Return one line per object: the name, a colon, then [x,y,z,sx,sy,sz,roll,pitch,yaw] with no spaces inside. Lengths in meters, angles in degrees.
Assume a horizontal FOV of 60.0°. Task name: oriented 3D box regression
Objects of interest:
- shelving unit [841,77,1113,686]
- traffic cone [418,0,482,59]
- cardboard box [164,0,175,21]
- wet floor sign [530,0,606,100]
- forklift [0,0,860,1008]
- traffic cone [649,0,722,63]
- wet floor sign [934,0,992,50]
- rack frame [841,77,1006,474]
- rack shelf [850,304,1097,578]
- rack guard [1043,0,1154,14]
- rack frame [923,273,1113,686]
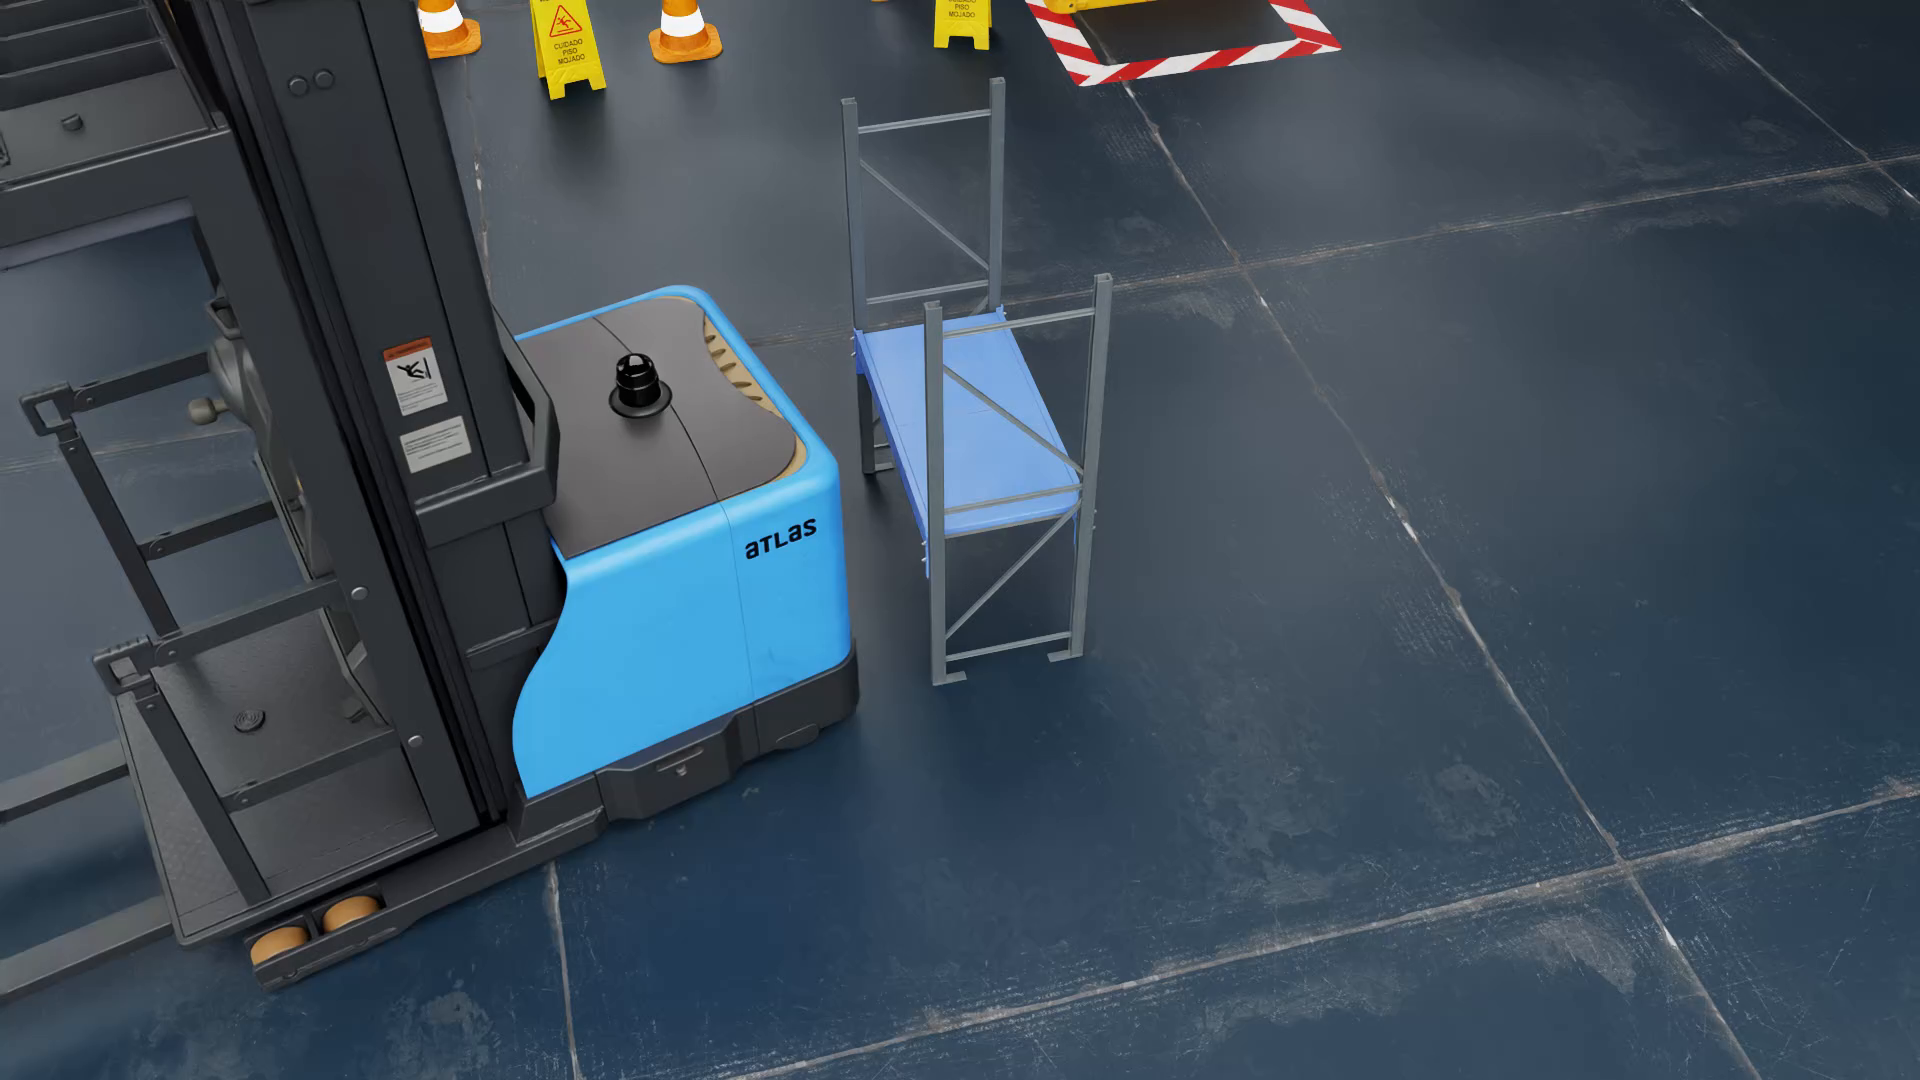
shelving unit: [0.022,-0.466,5.157,0.538,1.500,1.048,-11,47,-10]
traffic cone: [-2.520,-2.613,7.987,0.336,0.463,0.334,-11,47,-10]
cardboard box: [-3.995,-2.734,7.523,0.875,0.875,0.875,-10,47,-10]
wet floor sign: [-1.836,-2.393,7.643,0.267,0.644,0.232,-18,48,-17]
forklift: [-1.847,-0.244,3.937,3.031,2.935,1.130,-22,50,-21]
traffic cone: [-1.341,-2.585,7.959,0.336,0.463,0.334,-11,47,-10]
wet floor sign: [0.016,-2.699,7.943,0.267,0.644,0.232,4,46,4]
rack frame: [-0.108,-0.817,5.501,0.500,1.500,0.032,-11,47,-10]
rack shelf: [0.022,-0.340,5.285,0.538,0.185,1.000,-11,47,-10]
rack guard: [0.983,-3.027,8.367,1.175,0.500,0.348,-11,47,-10]
rack frame: [0.152,-0.115,4.813,0.500,1.500,0.032,-11,47,-10]
